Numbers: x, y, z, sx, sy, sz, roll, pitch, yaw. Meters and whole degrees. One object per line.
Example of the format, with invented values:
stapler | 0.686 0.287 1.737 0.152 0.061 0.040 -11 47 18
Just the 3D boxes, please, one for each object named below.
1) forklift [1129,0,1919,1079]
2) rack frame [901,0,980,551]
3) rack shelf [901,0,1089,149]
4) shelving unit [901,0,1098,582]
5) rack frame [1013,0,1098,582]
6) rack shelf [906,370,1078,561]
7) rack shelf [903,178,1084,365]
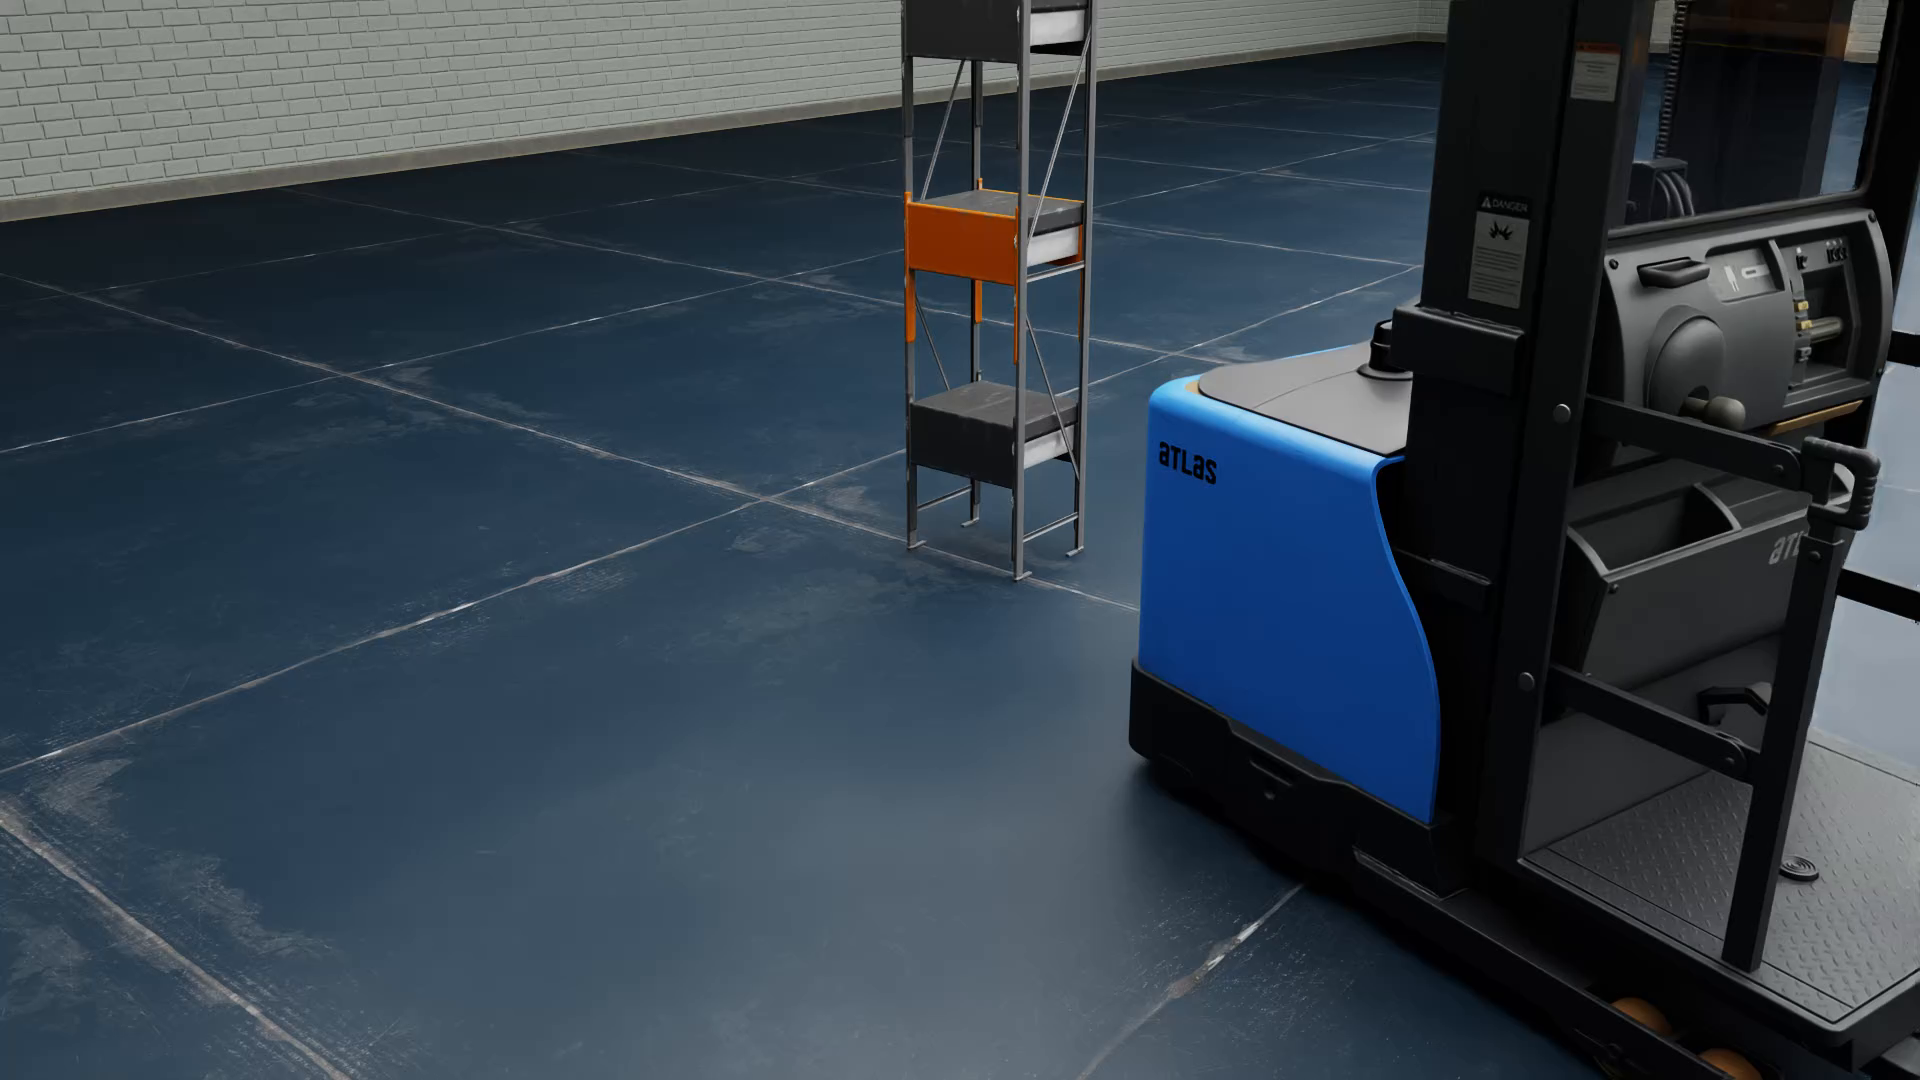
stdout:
forklift | 1.700 -0.426 3.145 1.130 2.935 3.031 -13 25 -32
rack frame | -0.061 -1.000 5.844 0.015 2.100 0.400 16 26 36
rack shelf | 0.128 -1.588 5.458 0.480 0.518 0.431 16 26 36
shelving unit | 0.128 -0.946 5.700 0.503 2.100 0.431 16 26 36
rack frame | 0.317 -0.891 5.555 0.015 2.100 0.400 16 26 36
rack shelf | 0.128 -0.278 5.952 0.480 0.518 0.431 16 26 36
rack shelf | 0.128 -0.933 5.705 0.480 0.518 0.431 16 26 36
